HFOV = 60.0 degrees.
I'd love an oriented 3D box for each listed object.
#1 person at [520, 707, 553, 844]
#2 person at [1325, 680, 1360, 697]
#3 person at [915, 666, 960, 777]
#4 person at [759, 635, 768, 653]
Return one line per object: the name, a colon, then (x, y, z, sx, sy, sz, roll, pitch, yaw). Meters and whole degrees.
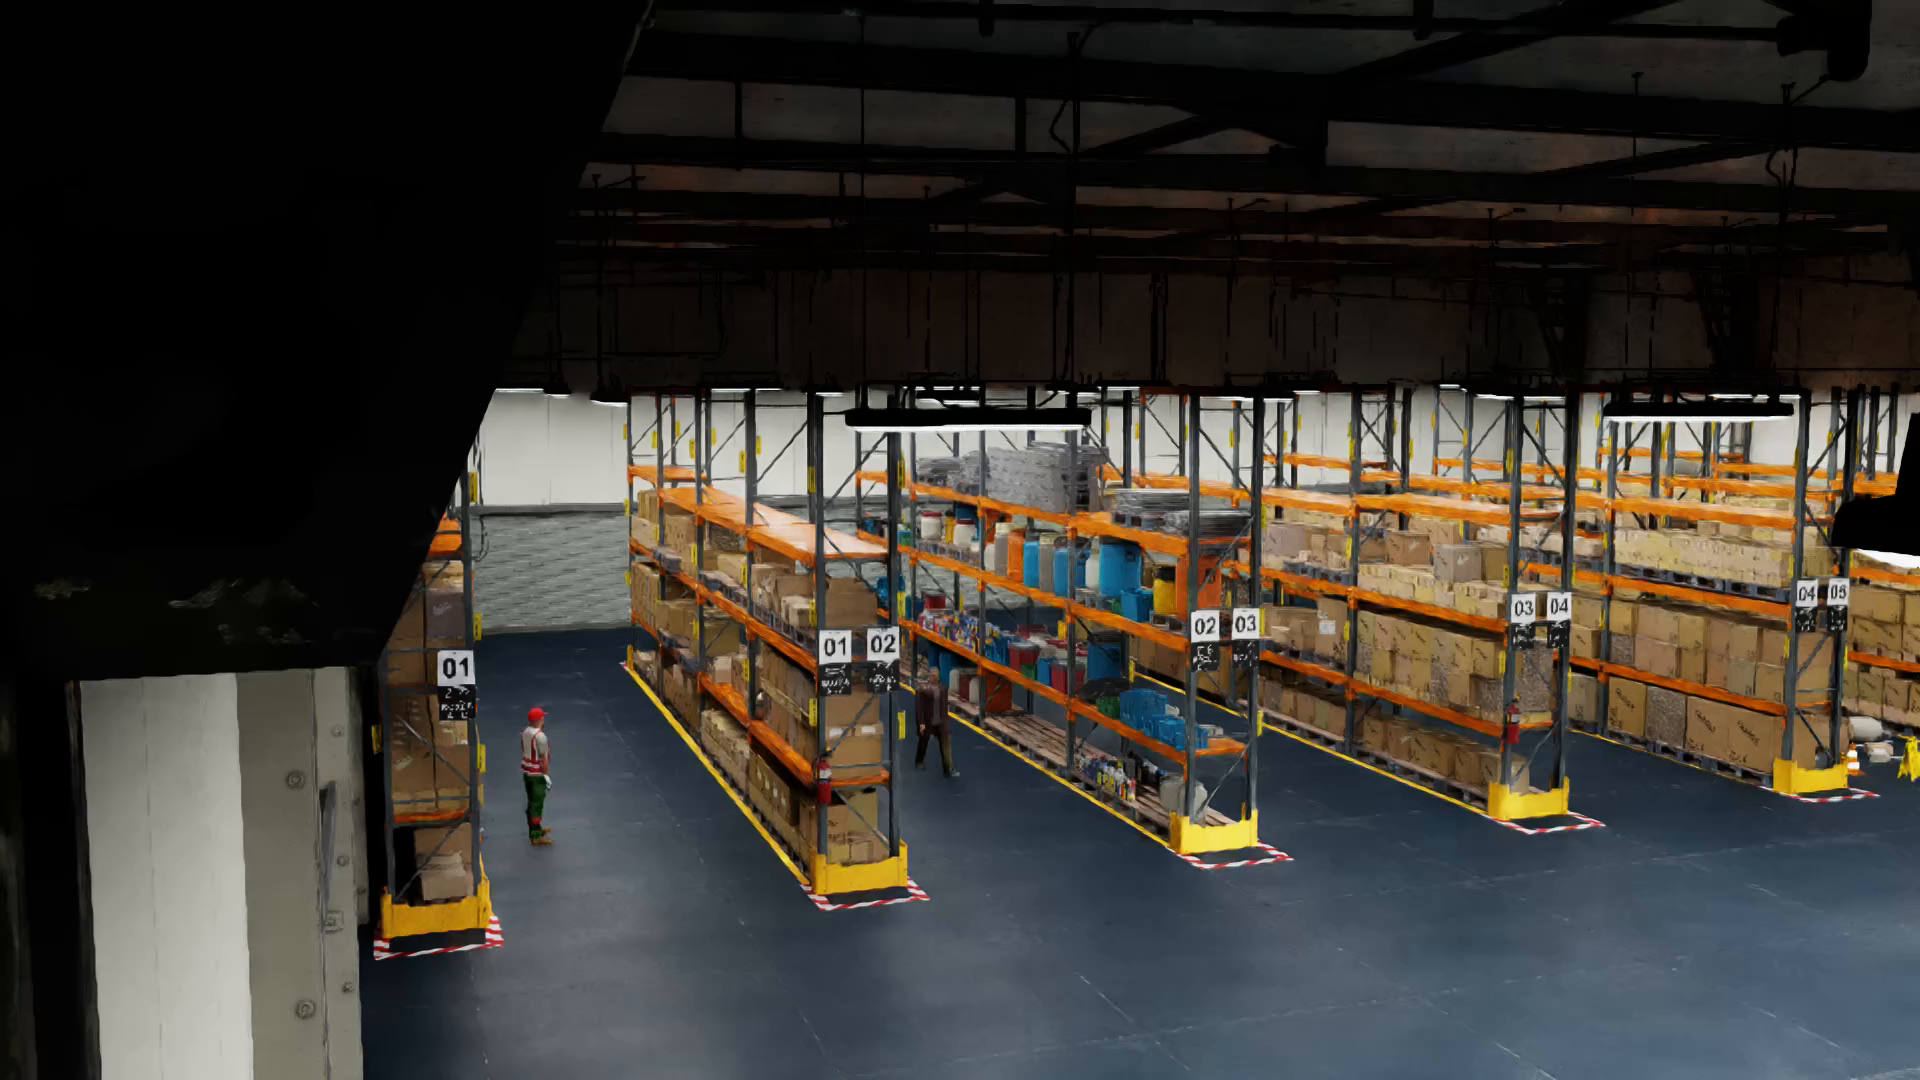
person: (-5.635, 3.123, 22.272, 0.468, 1.794, 0.625, -5, 8, -42)
person: (7.228, 2.293, 31.339, 0.442, 1.587, 0.997, -3, 7, -27)
person: (-0.411, 2.796, 25.836, 0.601, 1.694, 1.186, -2, 6, -21)
person: (-4.113, 1.852, 34.900, 0.401, 1.738, 0.688, -2, 6, -23)
